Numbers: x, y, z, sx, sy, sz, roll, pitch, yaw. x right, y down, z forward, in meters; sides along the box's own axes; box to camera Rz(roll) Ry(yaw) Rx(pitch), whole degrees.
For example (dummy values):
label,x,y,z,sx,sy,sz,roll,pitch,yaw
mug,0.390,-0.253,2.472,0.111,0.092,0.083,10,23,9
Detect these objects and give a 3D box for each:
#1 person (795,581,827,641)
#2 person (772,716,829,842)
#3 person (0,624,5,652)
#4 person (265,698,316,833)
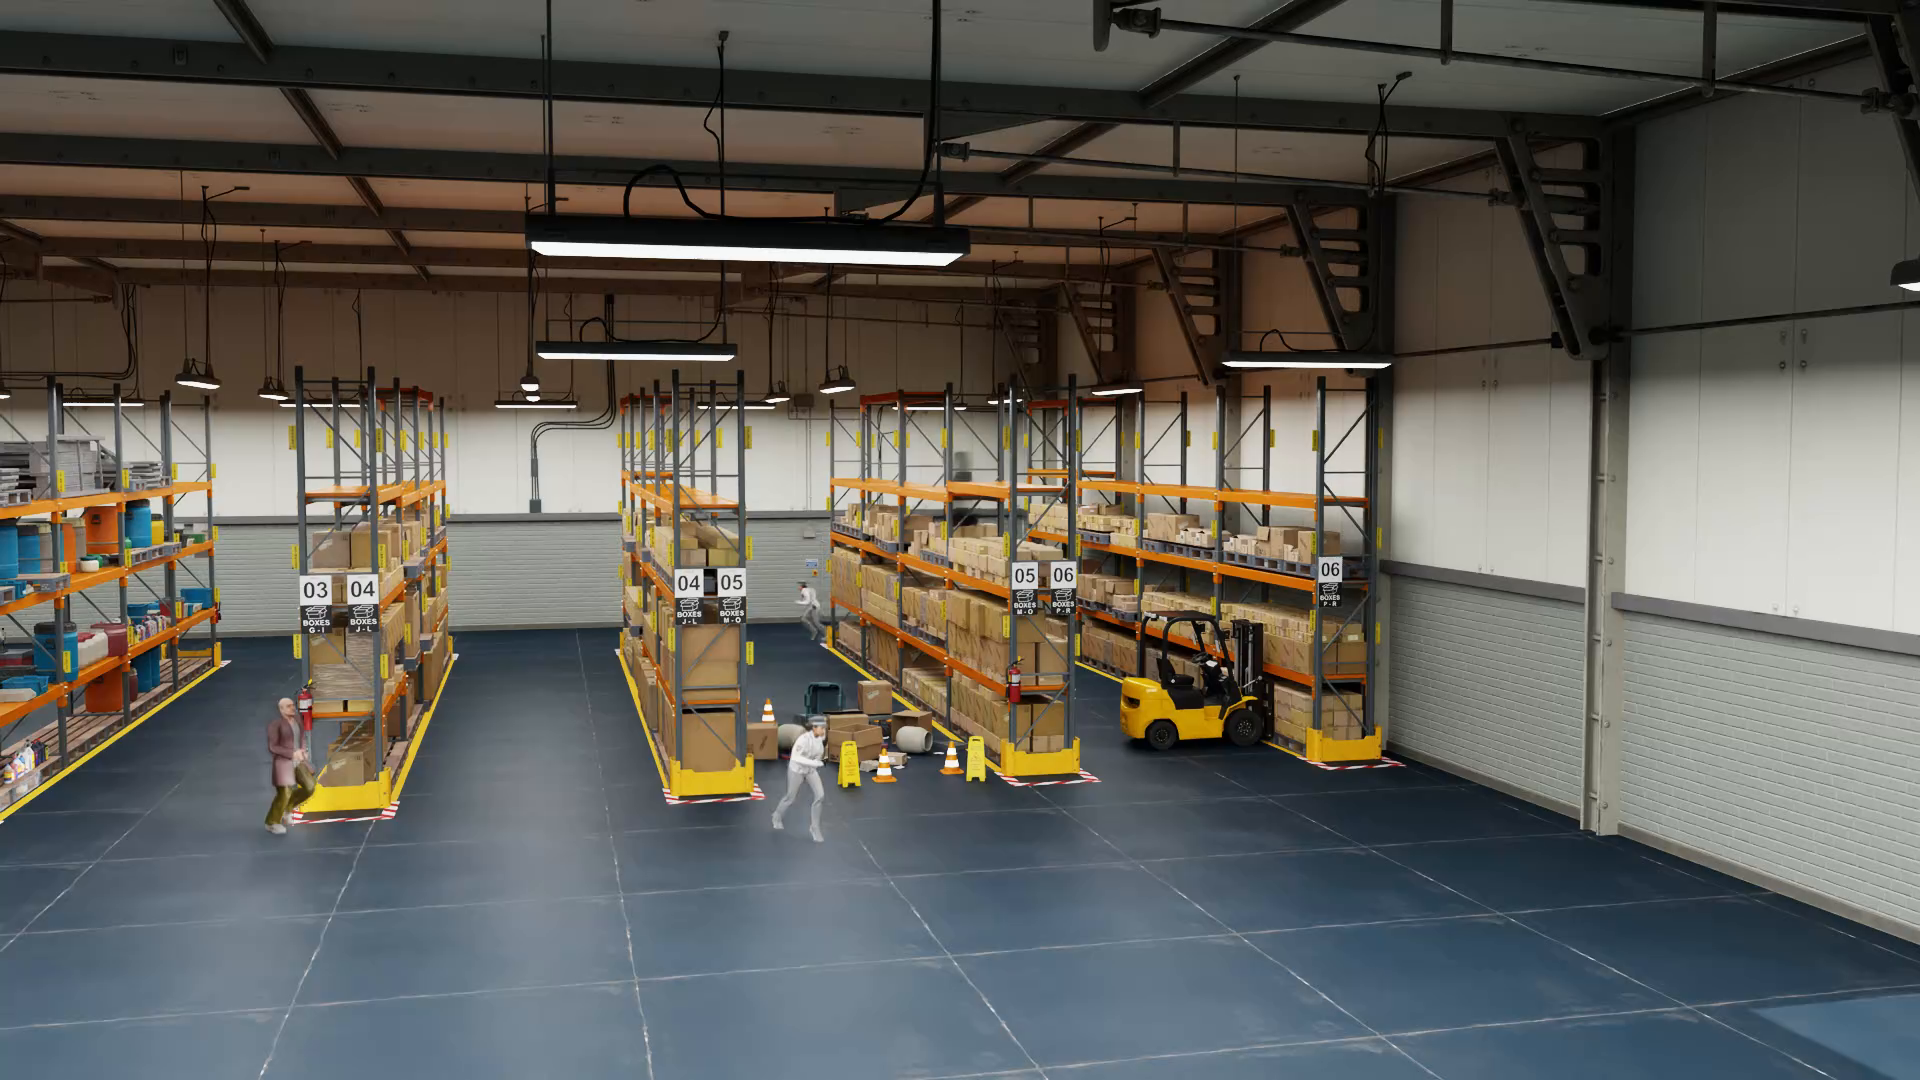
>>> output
label,x,y,z,sx,sy,sz,roll,pitch,yaw
person,-3.677,1.767,41.528,0.910,1.521,0.650,-1,3,-9
person,-2.015,2.986,21.018,0.951,1.622,0.655,3,4,39
person,-21.744,2.006,37.243,0.771,1.619,0.526,2,4,25
person,-8.537,2.868,21.220,0.786,1.739,0.734,2,4,25
